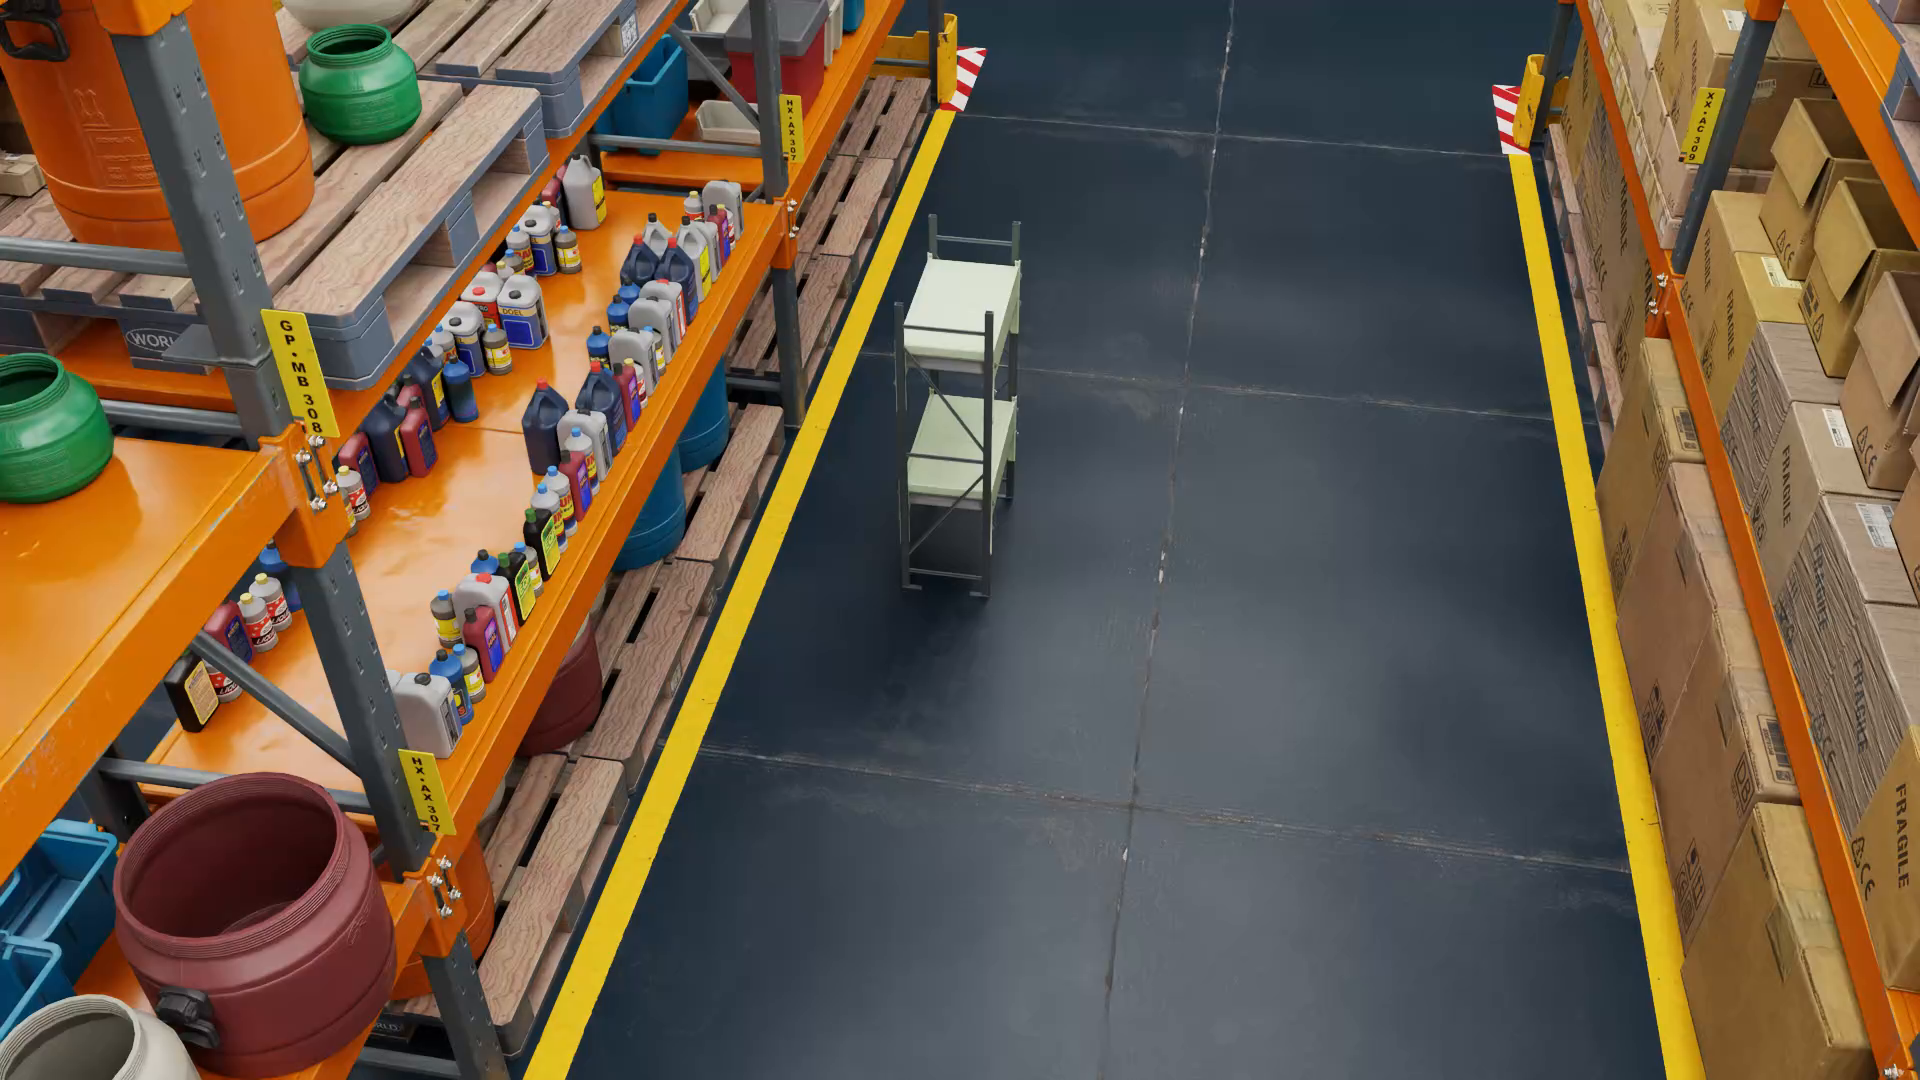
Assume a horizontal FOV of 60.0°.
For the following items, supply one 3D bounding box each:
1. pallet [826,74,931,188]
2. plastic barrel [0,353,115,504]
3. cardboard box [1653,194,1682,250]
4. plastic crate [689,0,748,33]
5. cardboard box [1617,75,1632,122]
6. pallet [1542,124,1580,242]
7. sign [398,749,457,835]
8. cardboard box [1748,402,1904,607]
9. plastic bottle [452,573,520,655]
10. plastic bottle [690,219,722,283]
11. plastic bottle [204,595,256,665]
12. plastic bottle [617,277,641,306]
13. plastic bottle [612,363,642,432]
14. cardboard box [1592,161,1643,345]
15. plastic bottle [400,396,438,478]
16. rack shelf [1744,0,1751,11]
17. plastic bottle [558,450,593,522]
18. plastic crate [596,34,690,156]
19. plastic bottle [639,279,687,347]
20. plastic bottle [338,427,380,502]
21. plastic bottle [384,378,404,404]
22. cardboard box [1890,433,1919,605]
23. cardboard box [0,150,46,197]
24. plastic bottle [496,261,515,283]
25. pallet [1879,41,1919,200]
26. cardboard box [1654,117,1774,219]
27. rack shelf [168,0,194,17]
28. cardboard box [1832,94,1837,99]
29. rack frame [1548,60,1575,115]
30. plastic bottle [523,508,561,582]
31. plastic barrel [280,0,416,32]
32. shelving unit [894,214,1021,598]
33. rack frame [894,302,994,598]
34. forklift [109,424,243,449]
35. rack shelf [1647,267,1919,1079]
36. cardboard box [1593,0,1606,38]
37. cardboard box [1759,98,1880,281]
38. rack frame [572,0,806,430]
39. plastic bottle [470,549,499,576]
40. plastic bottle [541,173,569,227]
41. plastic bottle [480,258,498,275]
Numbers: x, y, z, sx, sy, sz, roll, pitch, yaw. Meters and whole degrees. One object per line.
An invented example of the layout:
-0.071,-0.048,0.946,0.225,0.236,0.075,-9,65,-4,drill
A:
-0.789,-2.736,10.991,1.003,0.211,1.213,6,40,8,pallet
-1.985,-0.239,3.550,0.294,0.245,0.294,0,40,0,plastic barrel
3.308,-1.398,7.381,0.380,0.149,0.250,7,40,8,cardboard box
-1.295,-2.861,9.113,0.293,0.136,0.466,6,40,8,plastic crate
3.530,-2.205,8.357,0.380,0.149,0.250,6,40,7,cardboard box
4.208,-2.193,10.334,1.003,0.211,1.213,6,40,8,pallet
-1.450,0.690,4.530,0.100,0.325,0.005,6,40,8,sign
2.994,-0.091,5.524,0.500,0.500,0.500,7,40,9,cardboard box
-1.520,0.218,5.326,0.152,0.276,0.135,6,40,8,plastic bottle
-1.114,-1.254,7.107,0.152,0.276,0.135,6,40,8,plastic bottle
-2.303,0.296,5.227,0.061,0.283,0.133,6,40,8,plastic bottle
-1.327,-0.938,6.728,0.097,0.271,0.097,0,40,0,plastic bottle
-1.260,-0.560,6.262,0.061,0.283,0.133,6,40,8,plastic bottle
3.926,-1.581,8.743,0.875,0.875,0.875,6,40,8,cardboard box
-1.971,-0.377,6.040,0.061,0.283,0.133,6,40,8,plastic bottle
3.924,-3.402,7.818,1.077,0.370,4.000,6,40,8,rack shelf
-1.355,-0.215,5.844,0.061,0.283,0.133,6,40,8,plastic bottle
-1.556,-2.161,8.072,0.392,0.384,0.575,6,40,8,plastic crate
-1.201,-0.937,6.724,0.152,0.276,0.135,6,40,8,plastic bottle
-2.145,-0.277,5.919,0.061,0.283,0.133,6,40,8,plastic bottle
-2.090,-0.476,6.161,0.061,0.283,0.133,6,40,8,plastic bottle
3.143,-0.048,4.685,0.797,0.503,0.637,7,40,9,cardboard box
-5.753,-2.223,10.060,0.380,0.166,0.250,6,40,8,cardboard box
-1.900,-1.067,6.939,0.097,0.201,0.097,0,40,0,plastic bottle
3.135,-0.953,4.439,1.003,0.211,1.213,8,40,10,pallet
3.395,-1.631,7.349,0.500,0.250,0.500,6,40,7,cardboard box
-1.647,-2.439,4.614,1.077,0.370,4.000,6,40,8,rack shelf
3.912,-1.886,7.070,0.500,0.500,0.500,6,40,8,cardboard box
4.273,-3.778,10.062,0.949,2.616,0.053,6,40,8,rack frame
-1.412,-0.009,5.595,0.061,0.283,0.133,6,40,8,plastic bottle
-1.835,-1.803,4.883,0.433,0.535,0.433,0,40,0,plastic barrel
-0.001,-0.574,7.364,0.431,1.500,0.755,6,40,8,shelving unit
-0.064,-0.344,7.086,0.400,1.500,0.023,6,40,8,rack frame
-3.571,-2.045,8.021,1.121,2.935,3.031,13,41,16,forklift
3.231,0.265,5.737,1.077,0.370,4.000,6,40,8,rack shelf
3.707,-2.850,9.137,0.380,0.149,0.250,6,40,7,cardboard box
3.475,-1.291,6.189,0.797,0.503,0.637,5,40,7,cardboard box
-1.301,-1.814,7.687,1.000,3.000,0.127,6,40,8,rack frame
-1.533,0.143,5.420,0.097,0.271,0.097,0,40,0,plastic bottle
-1.807,-1.502,7.401,0.061,0.283,0.133,6,40,8,plastic bottle
-1.938,-1.028,6.828,0.061,0.283,0.133,6,40,8,plastic bottle
